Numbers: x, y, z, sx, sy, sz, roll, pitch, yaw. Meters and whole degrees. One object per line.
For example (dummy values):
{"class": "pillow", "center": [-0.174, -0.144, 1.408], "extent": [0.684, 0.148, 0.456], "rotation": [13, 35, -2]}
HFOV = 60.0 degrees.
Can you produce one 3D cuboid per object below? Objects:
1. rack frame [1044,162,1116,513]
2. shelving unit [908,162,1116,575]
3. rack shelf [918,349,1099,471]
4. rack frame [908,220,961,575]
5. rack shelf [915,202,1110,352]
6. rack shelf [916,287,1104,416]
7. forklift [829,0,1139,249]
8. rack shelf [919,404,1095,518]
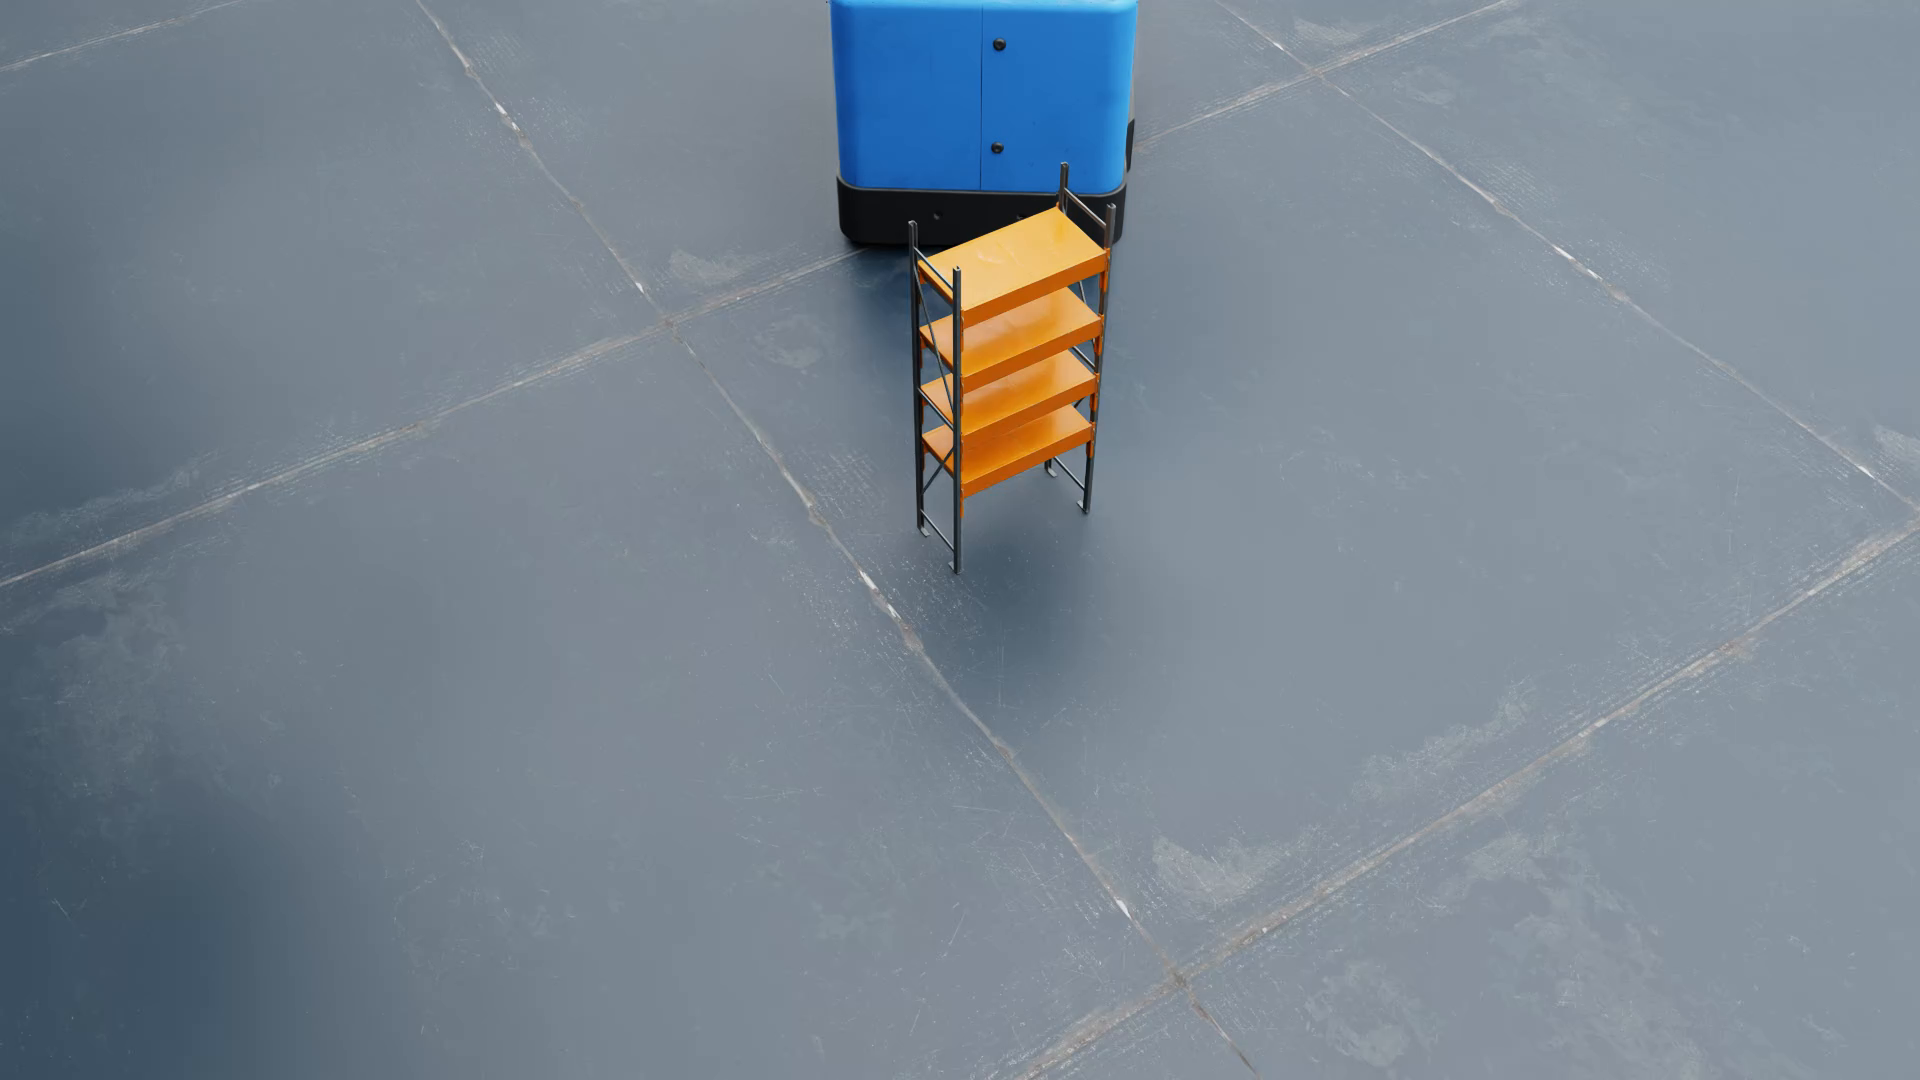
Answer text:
{"class": "rack frame", "center": [0.346, -0.562, 4.947], "extent": [0.015, 1.200, 0.240], "rotation": [-25, 53, -21]}
{"class": "shelving unit", "center": [0.140, -0.465, 4.861], "extent": [0.503, 1.200, 0.258], "rotation": [-25, 53, -21]}
{"class": "rack shelf", "center": [0.140, -0.420, 4.911], "extent": [0.480, 0.148, 0.258], "rotation": [-25, 53, -21]}
{"class": "rack frame", "center": [-0.066, -0.368, 4.774], "extent": [0.015, 1.200, 0.240], "rotation": [-25, 53, -21]}
{"class": "rack shelf", "center": [0.140, -0.726, 4.567], "extent": [0.480, 0.148, 0.258], "rotation": [-25, 53, -21]}
{"class": "rack shelf", "center": [0.140, -0.569, 4.744], "extent": [0.480, 0.148, 0.258], "rotation": [-25, 53, -21]}
{"class": "forklift", "center": [0.142, -3.136, 6.080], "extent": [1.130, 2.935, 3.031], "rotation": [2, 48, 2]}
{"class": "rack shelf", "center": [0.140, -0.288, 5.059], "extent": [0.480, 0.148, 0.258], "rotation": [-25, 53, -21]}
